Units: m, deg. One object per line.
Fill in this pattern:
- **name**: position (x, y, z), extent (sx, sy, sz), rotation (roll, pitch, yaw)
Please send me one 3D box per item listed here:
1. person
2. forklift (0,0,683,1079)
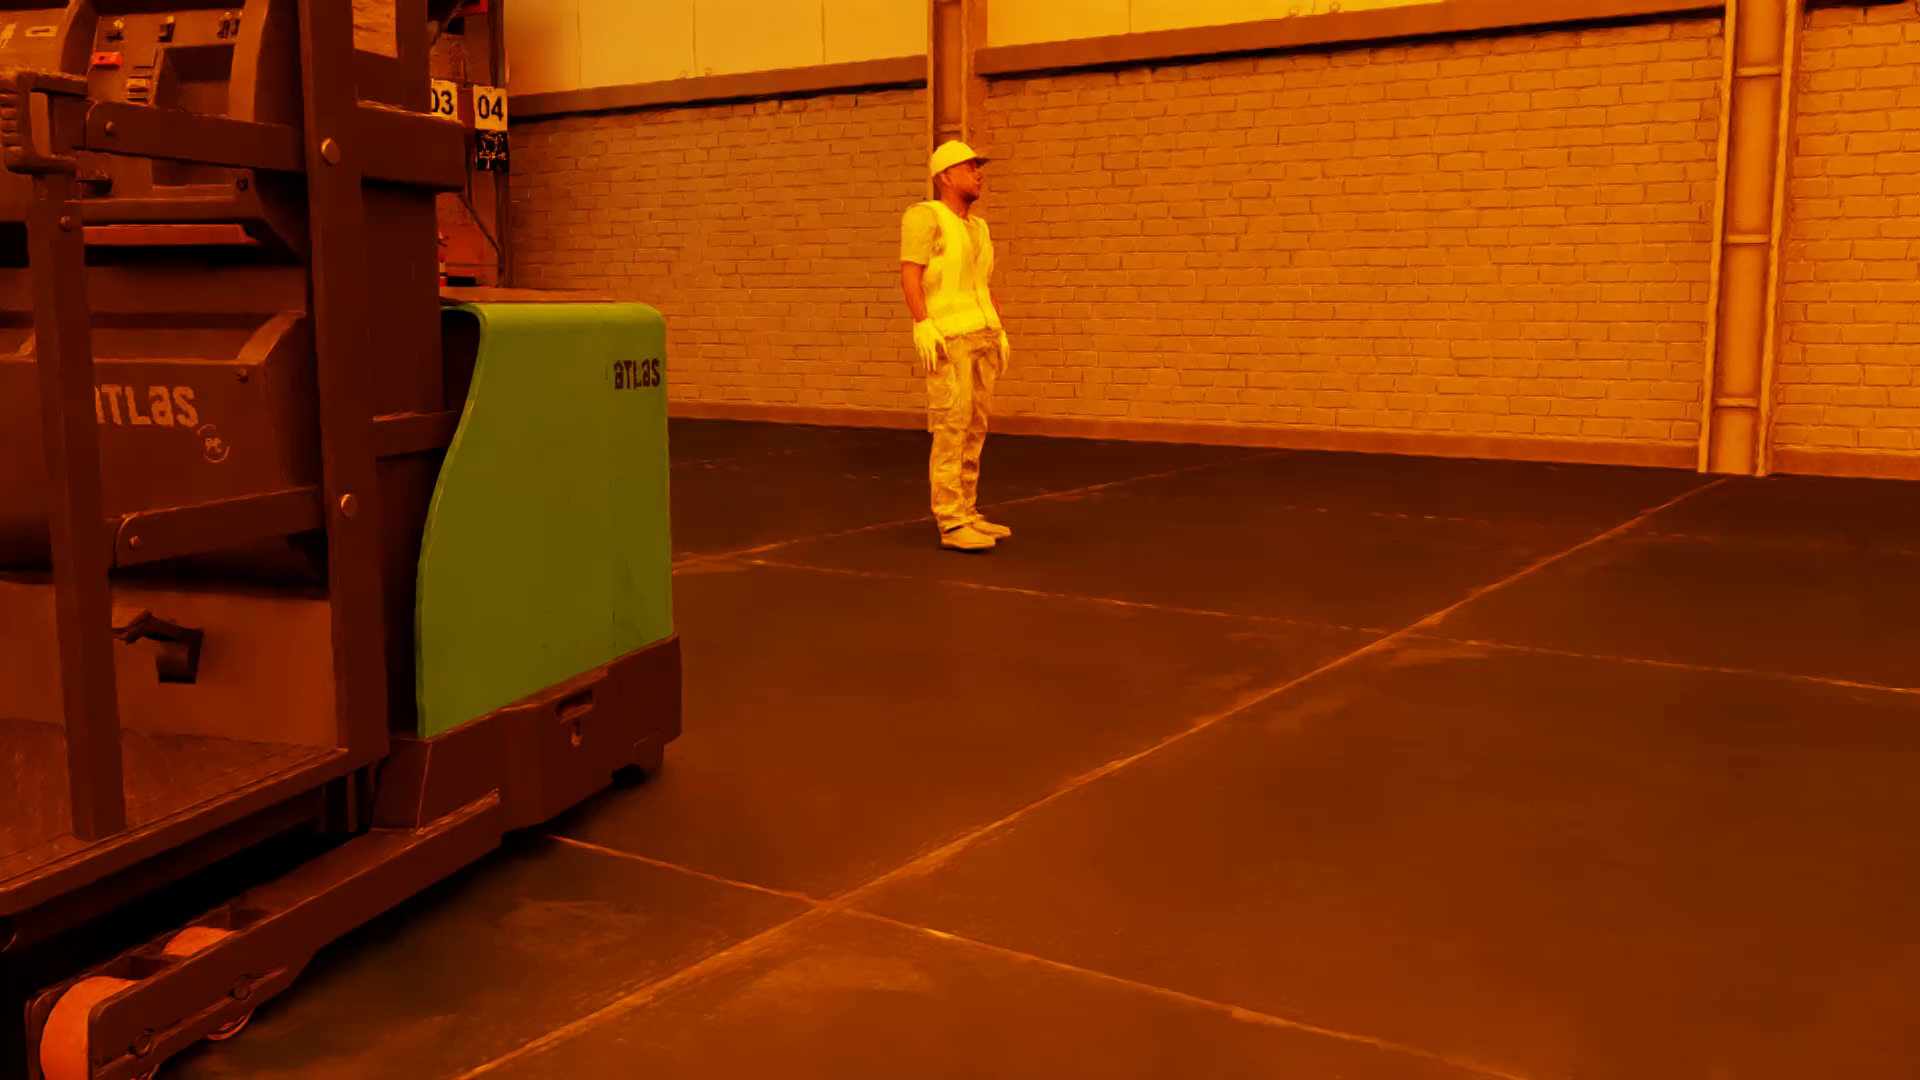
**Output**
- **person**: position (0.055, -0.883, 7.431), extent (0.576, 1.782, 0.655), rotation (5, 10, 34)
- **forklift**: position (-1.559, -0.752, 2.479), extent (1.130, 2.935, 3.031), rotation (2, 8, 16)
